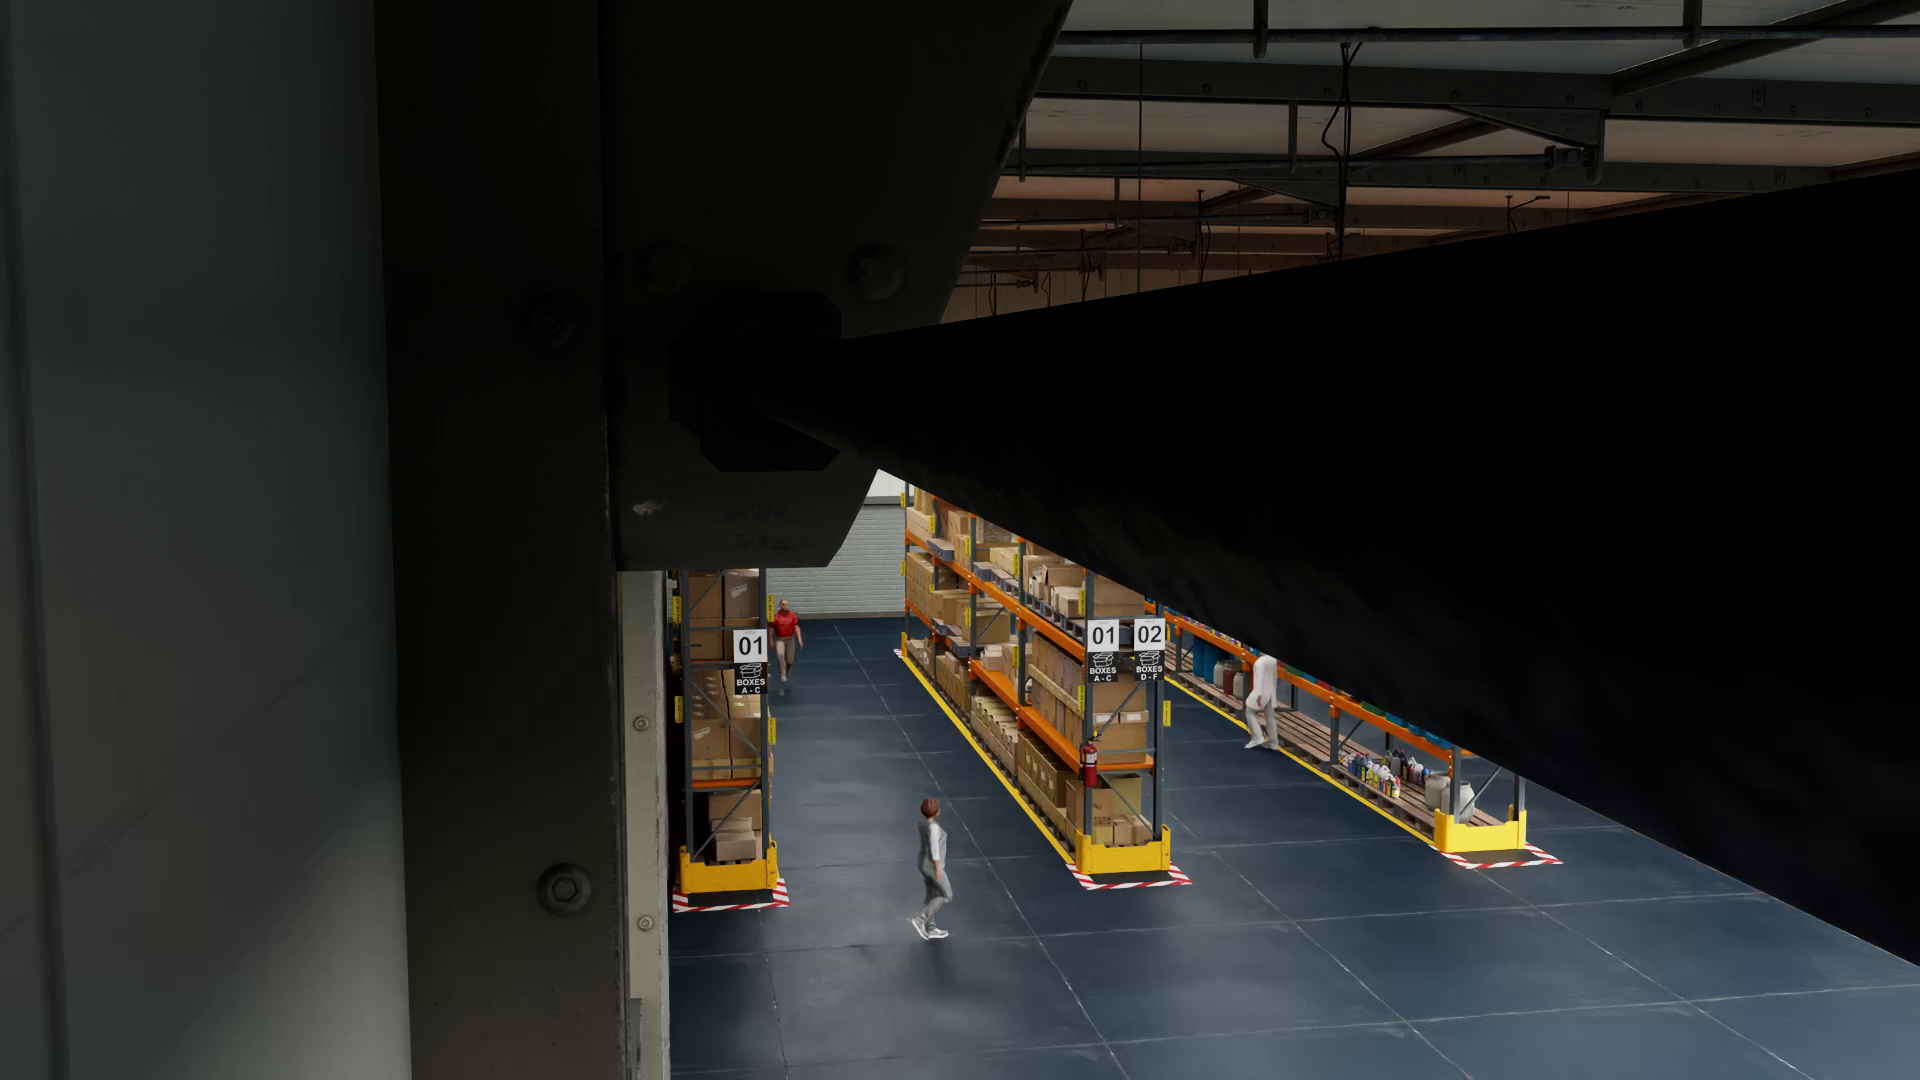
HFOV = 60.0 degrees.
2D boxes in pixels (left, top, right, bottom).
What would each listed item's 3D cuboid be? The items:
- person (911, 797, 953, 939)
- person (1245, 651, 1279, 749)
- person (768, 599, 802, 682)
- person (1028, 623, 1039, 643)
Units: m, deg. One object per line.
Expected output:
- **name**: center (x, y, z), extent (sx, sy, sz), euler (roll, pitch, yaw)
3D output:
- **person**: center (-0.340, 3.622, 18.326), extent (0.459, 1.595, 0.432), euler (-2, 6, -18)
- **person**: center (5.083, 2.590, 27.599), extent (0.604, 1.791, 0.583), euler (-4, 7, -35)
- **person**: center (-3.396, 1.932, 32.317), extent (0.633, 1.568, 1.082), euler (-1, 6, -13)
- **person**: center (1.587, 1.595, 37.303), extent (0.453, 1.811, 0.646), euler (-2, 6, -17)
